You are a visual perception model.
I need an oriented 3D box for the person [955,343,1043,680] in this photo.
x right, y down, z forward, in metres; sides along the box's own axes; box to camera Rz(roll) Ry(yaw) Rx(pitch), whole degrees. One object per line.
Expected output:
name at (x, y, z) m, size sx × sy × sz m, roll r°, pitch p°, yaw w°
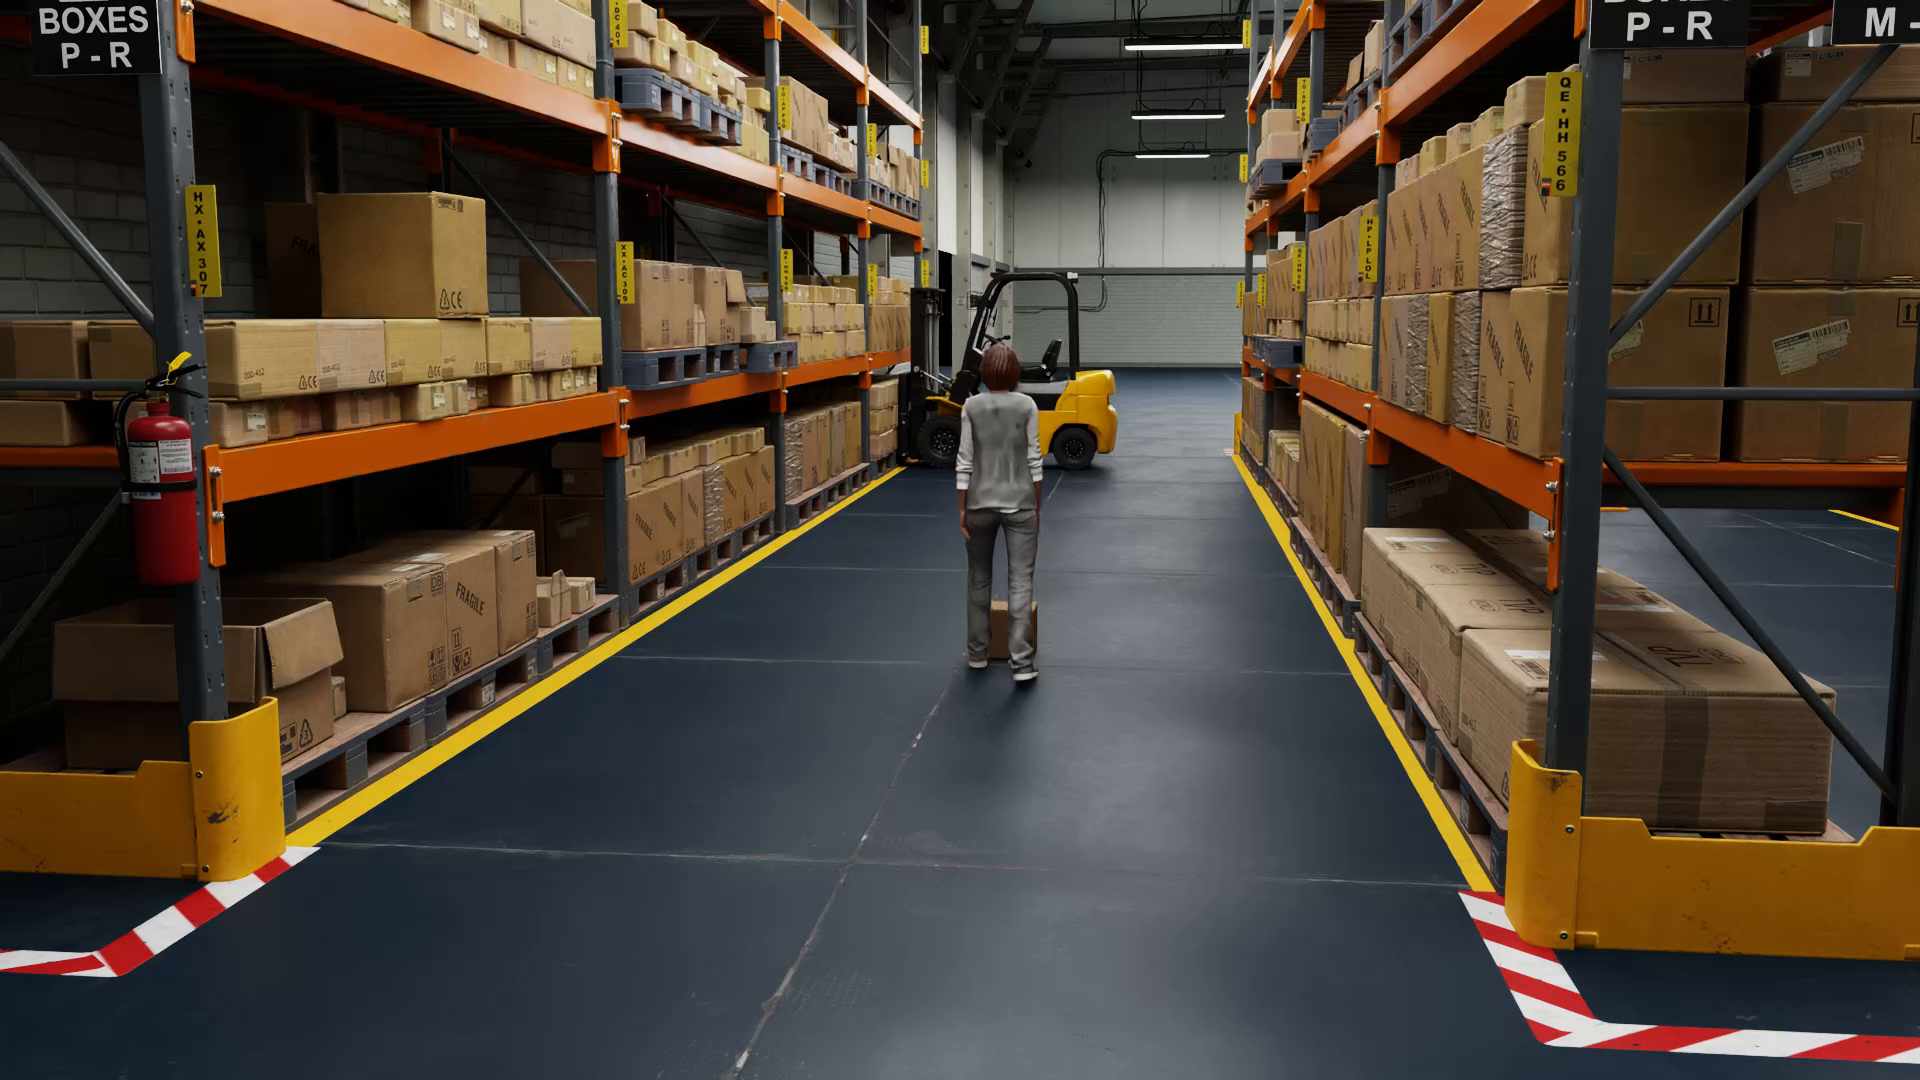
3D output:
person at (0.189, -0.129, 7.935) m, size 0.418 × 1.552 × 0.601 m, roll 1°, pitch 8°, yaw 8°
